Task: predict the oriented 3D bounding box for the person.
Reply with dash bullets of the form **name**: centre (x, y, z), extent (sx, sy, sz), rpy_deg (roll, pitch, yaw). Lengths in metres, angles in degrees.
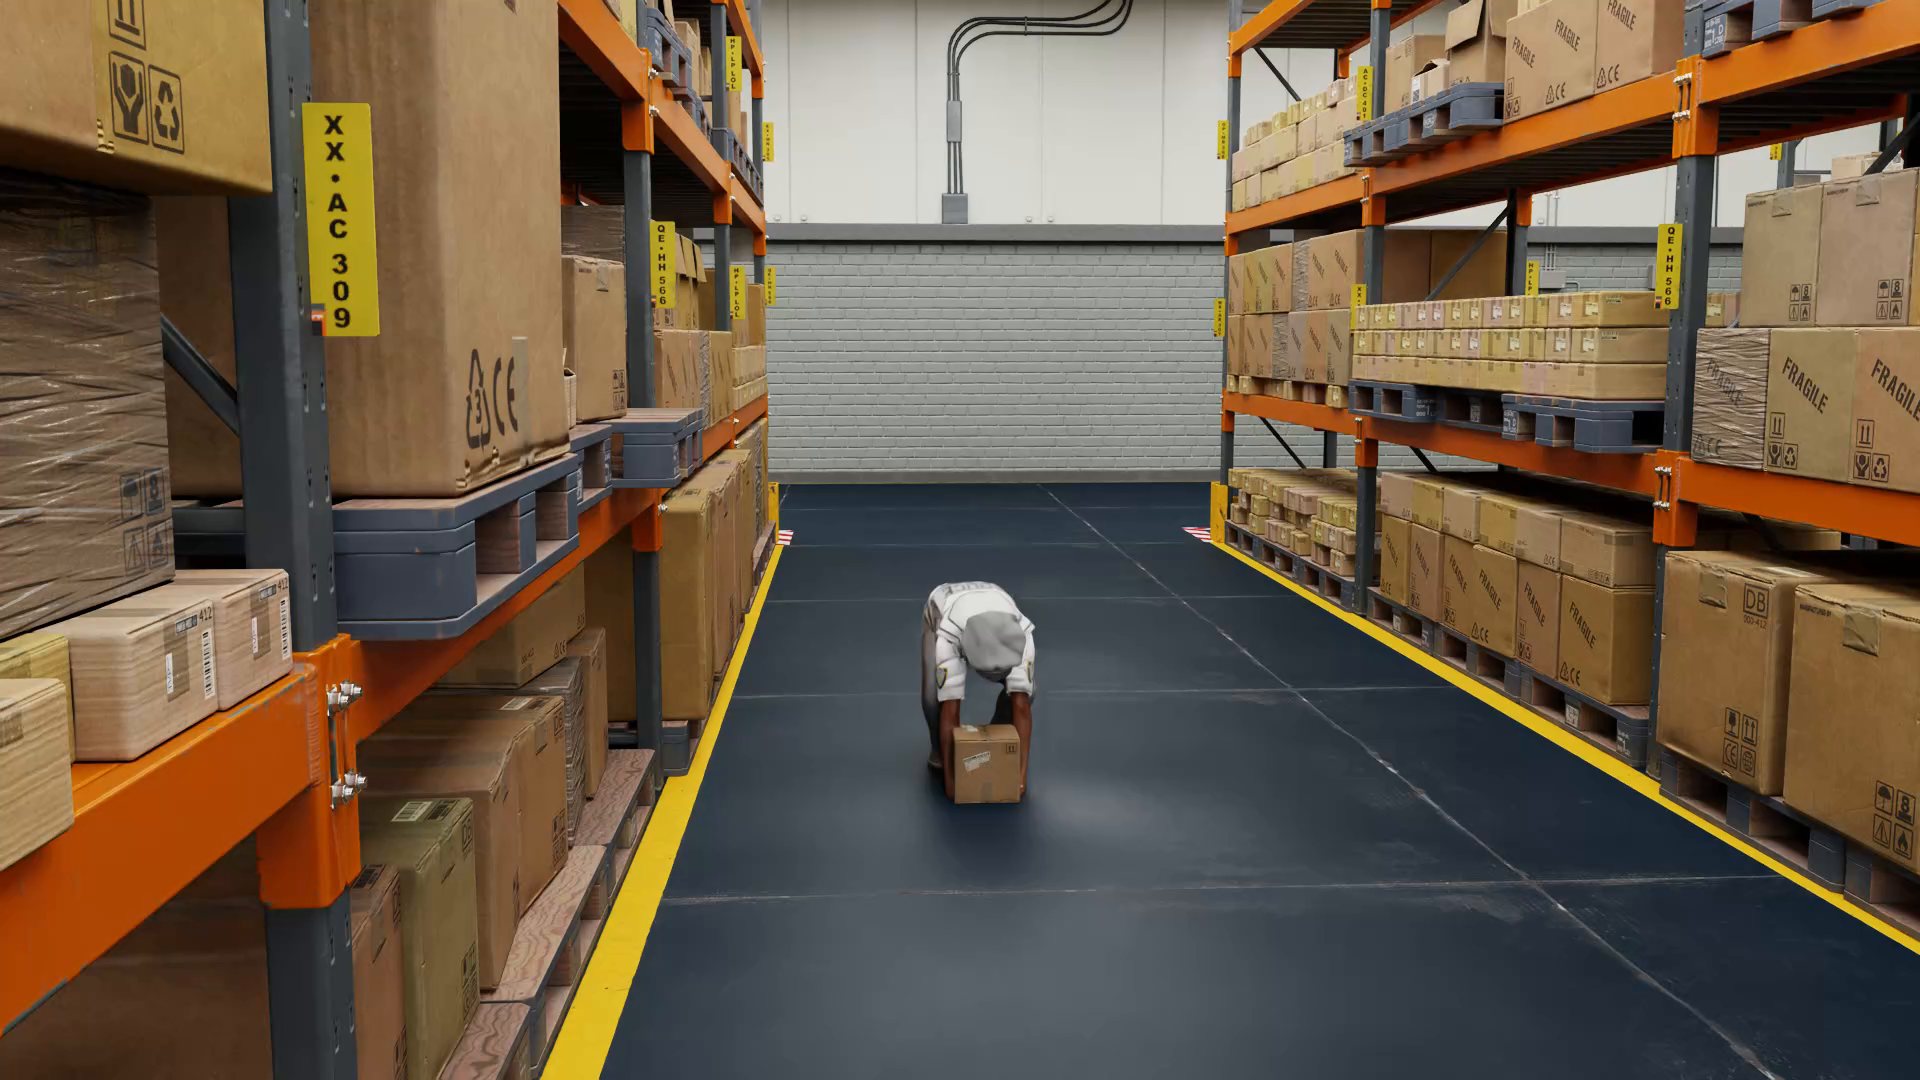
- **person**: centre (0.075, 0.587, 6.749), extent (0.465, 0.791, 0.927), rpy_deg (-1, 7, -5)
